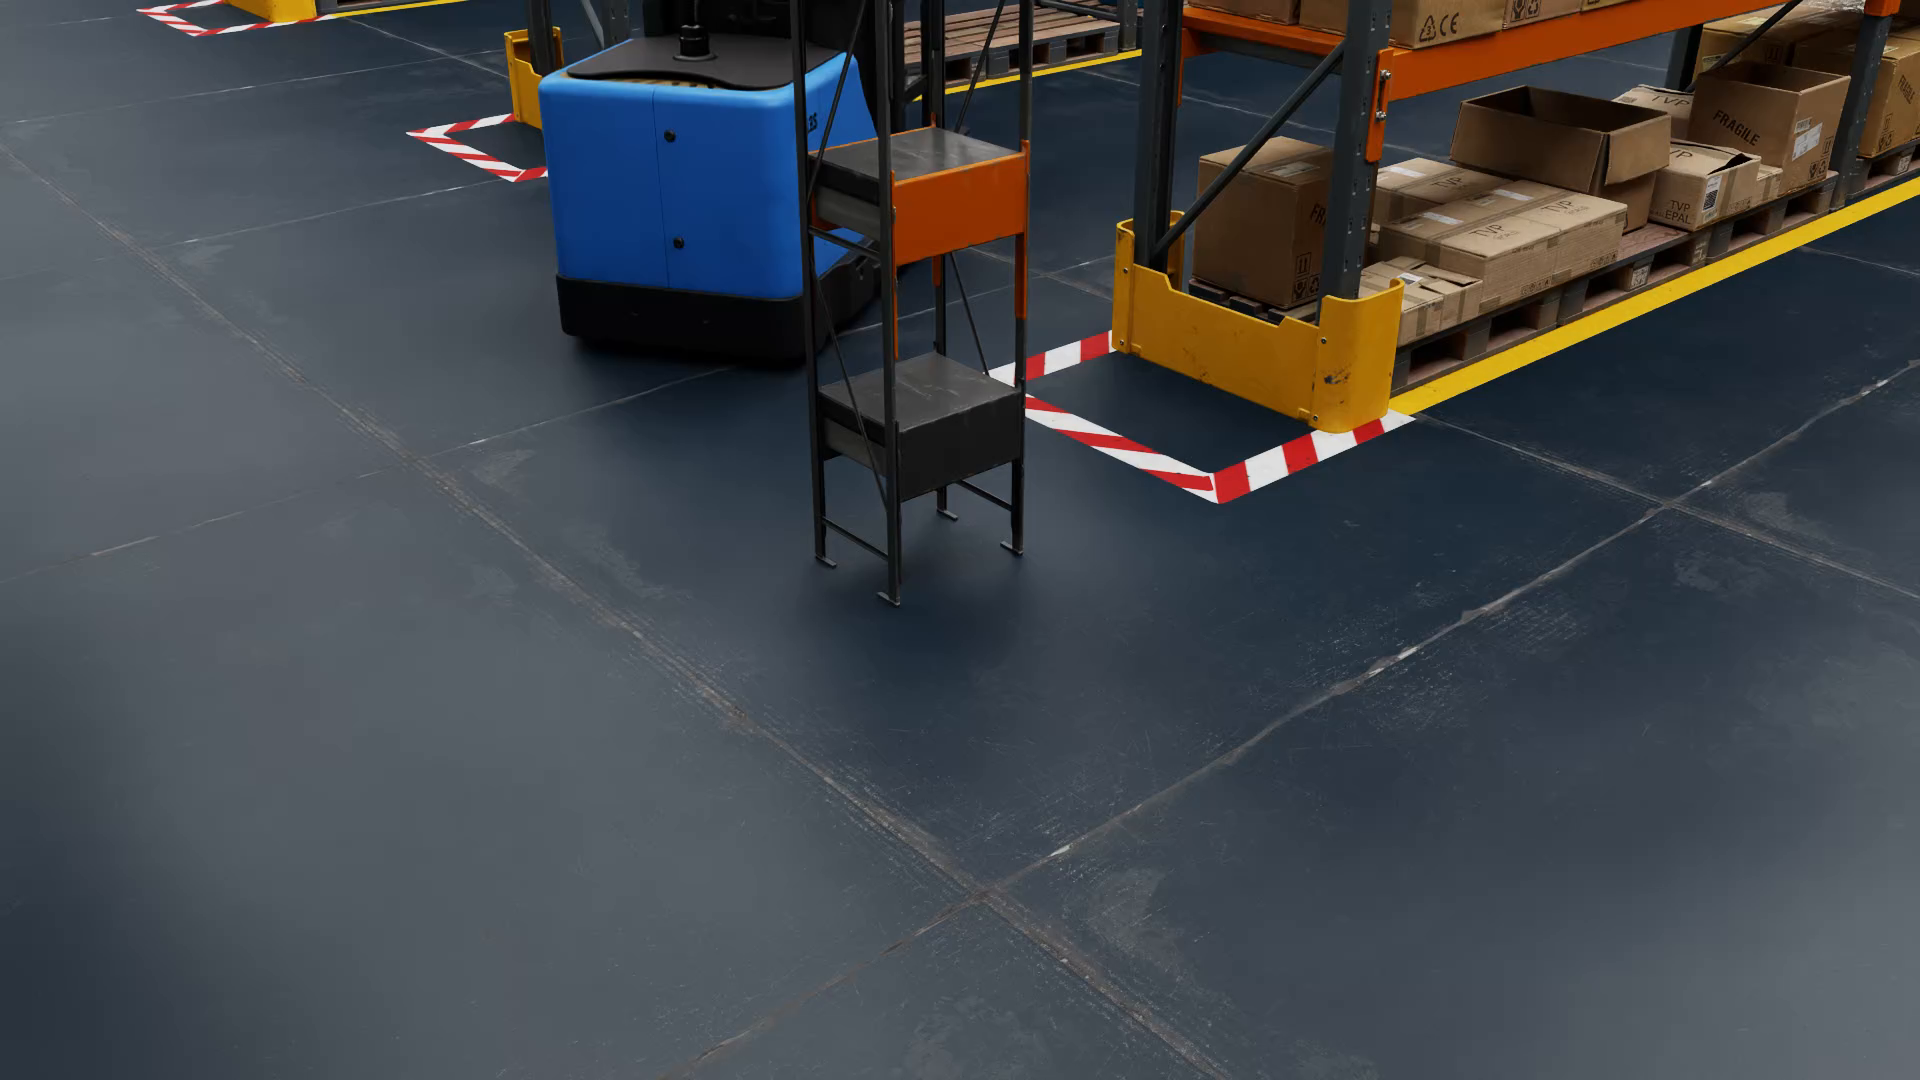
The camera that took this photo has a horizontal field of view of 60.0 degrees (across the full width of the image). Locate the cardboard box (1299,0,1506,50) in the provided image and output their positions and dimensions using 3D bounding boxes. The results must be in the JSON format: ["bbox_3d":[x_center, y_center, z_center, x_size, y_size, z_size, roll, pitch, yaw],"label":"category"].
[{"bbox_3d":[1.546,-2.015,5.733,0.500,0.500,0.500,-21,35,-34],"label":"cardboard box"}]

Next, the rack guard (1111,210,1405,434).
[{"bbox_3d":[1.095,-0.851,6.312,0.348,0.500,1.175,-22,35,-35],"label":"rack guard"}]

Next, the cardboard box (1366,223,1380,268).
[{"bbox_3d":[1.657,-1.221,6.891,0.250,0.166,0.380,-22,35,-35],"label":"cardboard box"}]

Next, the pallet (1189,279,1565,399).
[{"bbox_3d":[1.701,-0.968,6.837,1.213,0.211,1.003,-22,35,-35],"label":"pallet"}]

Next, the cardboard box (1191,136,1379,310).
[{"bbox_3d":[1.291,-1.276,6.641,0.500,0.500,0.500,-22,35,-35],"label":"cardboard box"}]

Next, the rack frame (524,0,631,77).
[{"bbox_3d":[-2.175,-3.707,9.005,0.127,3.000,1.000,-22,35,-35],"label":"rack frame"}]

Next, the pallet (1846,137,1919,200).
[{"bbox_3d":[4.674,-2.186,9.117,1.213,0.211,1.003,-22,35,-35],"label":"pallet"}]

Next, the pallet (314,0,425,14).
[{"bbox_3d":[-4.832,-4.526,13.495,1.213,0.211,1.003,-22,35,-35],"label":"pallet"}]

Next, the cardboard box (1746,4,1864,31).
[{"bbox_3d":[4.651,-2.647,9.206,0.500,0.500,0.500,-22,35,-35],"label":"cardboard box"}]

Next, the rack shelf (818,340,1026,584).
[{"bbox_3d":[-0.126,-0.246,4.997,0.480,0.518,0.431,-22,35,-35],"label":"rack shelf"}]

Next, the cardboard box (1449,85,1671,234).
[{"bbox_3d":[2.654,-1.670,7.375,0.637,0.503,0.797,-22,35,-35],"label":"cardboard box"}]

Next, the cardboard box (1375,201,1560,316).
[{"bbox_3d":[2.015,-1.129,6.631,0.500,0.250,0.500,-22,35,-35],"label":"cardboard box"}]

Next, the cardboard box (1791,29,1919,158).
[{"bbox_3d":[4.606,-2.306,8.568,0.500,0.500,0.500,-24,36,-37],"label":"cardboard box"}]

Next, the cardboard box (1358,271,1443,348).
[{"bbox_3d":[1.579,-0.872,6.256,0.250,0.149,0.380,-22,35,-35],"label":"cardboard box"}]

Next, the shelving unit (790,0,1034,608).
[{"bbox_3d":[-0.126,-0.875,4.660,0.503,2.100,0.431,-22,35,-35],"label":"shelving unit"}]

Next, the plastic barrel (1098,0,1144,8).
[{"bbox_3d":[1.293,-4.351,11.990,0.708,0.901,0.600,-22,35,-35],"label":"plastic barrel"}]

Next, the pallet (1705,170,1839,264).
[{"bbox_3d":[3.557,-1.714,8.234,1.213,0.211,1.003,-22,35,-35],"label":"pallet"}]

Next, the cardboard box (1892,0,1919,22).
[{"bbox_3d":[5.367,-2.943,8.963,0.500,0.250,0.500,-22,35,-35],"label":"cardboard box"}]

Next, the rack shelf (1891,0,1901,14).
[{"bbox_3d":[5.601,-3.448,9.283,4.000,0.370,1.077,-22,35,-35],"label":"rack shelf"}]

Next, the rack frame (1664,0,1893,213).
[{"bbox_3d":[4.080,-3.154,7.969,0.127,3.000,1.000,-22,35,-35],"label":"rack frame"}]

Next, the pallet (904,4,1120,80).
[{"bbox_3d":[0.334,-3.462,11.505,1.213,0.211,1.003,-22,35,-35],"label":"pallet"}]

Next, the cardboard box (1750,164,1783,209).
[{"bbox_3d":[3.584,-1.678,7.766,0.250,0.149,0.380,-22,35,-35],"label":"cardboard box"}]

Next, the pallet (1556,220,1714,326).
[{"bbox_3d":[2.628,-1.339,7.532,1.213,0.211,1.003,-22,35,-35],"label":"pallet"}]

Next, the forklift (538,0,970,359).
[{"bbox_3d":[-0.698,-2.667,7.130,1.130,2.935,3.031,8,29,14],"label":"forklift"}]

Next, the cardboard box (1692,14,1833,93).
[{"bbox_3d":[4.269,-2.499,8.929,0.500,0.500,0.500,-22,35,-35],"label":"cardboard box"}]

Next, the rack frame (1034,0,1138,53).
[{"bbox_3d":[0.868,-4.931,11.294,0.127,3.000,1.000,-22,35,-35],"label":"rack frame"}]

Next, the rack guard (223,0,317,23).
[{"bbox_3d":[-5.408,-4.373,12.903,0.348,0.500,1.175,-22,35,-35],"label":"rack guard"}]

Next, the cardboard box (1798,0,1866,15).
[{"bbox_3d":[5.033,-2.800,9.493,0.500,0.500,0.500,-21,35,-34],"label":"cardboard box"}]

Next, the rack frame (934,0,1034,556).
[{"bbox_3d":[0.060,-0.950,4.800,0.015,2.100,0.400,-22,35,-35],"label":"rack frame"}]

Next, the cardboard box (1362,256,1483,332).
[{"bbox_3d":[1.769,-0.956,6.395,0.250,0.166,0.380,-22,35,-35],"label":"cardboard box"}]

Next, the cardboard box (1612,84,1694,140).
[{"bbox_3d":[3.620,-2.111,8.404,0.500,0.311,0.500,-22,35,-35],"label":"cardboard box"}]

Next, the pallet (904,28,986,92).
[{"bbox_3d":[-0.595,-3.087,10.803,1.213,0.211,1.003,-22,35,-35],"label":"pallet"}]

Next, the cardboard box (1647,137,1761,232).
[{"bbox_3d":[3.260,-1.656,7.553,0.500,0.311,0.500,-22,35,-35],"label":"cardboard box"}]

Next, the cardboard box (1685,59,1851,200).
[{"bbox_3d":[3.831,-1.969,7.938,0.500,0.500,0.500,-22,35,-35],"label":"cardboard box"}]

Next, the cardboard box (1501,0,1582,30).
[{"bbox_3d":[1.935,-2.175,6.031,0.500,0.500,0.500,-22,35,-35],"label":"cardboard box"}]

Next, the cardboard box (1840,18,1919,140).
[{"bbox_3d":[5.005,-2.473,8.880,0.500,0.500,0.500,-21,35,-34],"label":"cardboard box"}]

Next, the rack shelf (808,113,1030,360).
[{"bbox_3d":[-0.126,-0.863,4.667,0.480,0.518,0.431,-22,35,-35],"label":"rack shelf"}]

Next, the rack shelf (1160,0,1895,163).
[{"bbox_3d":[2.558,-2.225,6.993,4.000,0.370,1.077,-22,35,-35],"label":"rack shelf"}]

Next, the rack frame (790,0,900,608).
[{"bbox_3d":[-0.312,-0.801,4.521,0.015,2.100,0.400,-22,35,-35],"label":"rack frame"}]

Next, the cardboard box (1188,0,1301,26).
[{"bbox_3d":[1.201,-2.209,6.094,0.500,0.500,0.500,-21,34,-33],"label":"cardboard box"}]

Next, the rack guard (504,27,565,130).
[{"bbox_3d":[-2.185,-2.593,9.571,0.348,0.500,1.175,-22,35,-35],"label":"rack guard"}]

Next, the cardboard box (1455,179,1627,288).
[{"bbox_3d":[2.395,-1.282,6.917,0.500,0.250,0.500,-22,35,-35],"label":"cardboard box"}]

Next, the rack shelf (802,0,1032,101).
[{"bbox_3d":[-0.126,-1.481,4.337,0.480,0.518,0.431,-22,35,-35],"label":"rack shelf"}]

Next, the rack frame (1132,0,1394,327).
[{"bbox_3d":[1.037,-1.930,5.679,0.127,3.000,1.000,-22,35,-35],"label":"rack frame"}]

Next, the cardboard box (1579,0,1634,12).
[{"bbox_3d":[2.318,-2.328,6.317,0.500,0.500,0.500,-22,35,-35],"label":"cardboard box"}]

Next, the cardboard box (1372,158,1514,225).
[{"bbox_3d":[2.033,-1.446,7.224,0.500,0.250,0.500,-22,35,-35],"label":"cardboard box"}]

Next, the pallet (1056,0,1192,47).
[{"bbox_3d":[1.482,-3.922,12.365,1.213,0.211,1.003,-22,35,-35],"label":"pallet"}]
